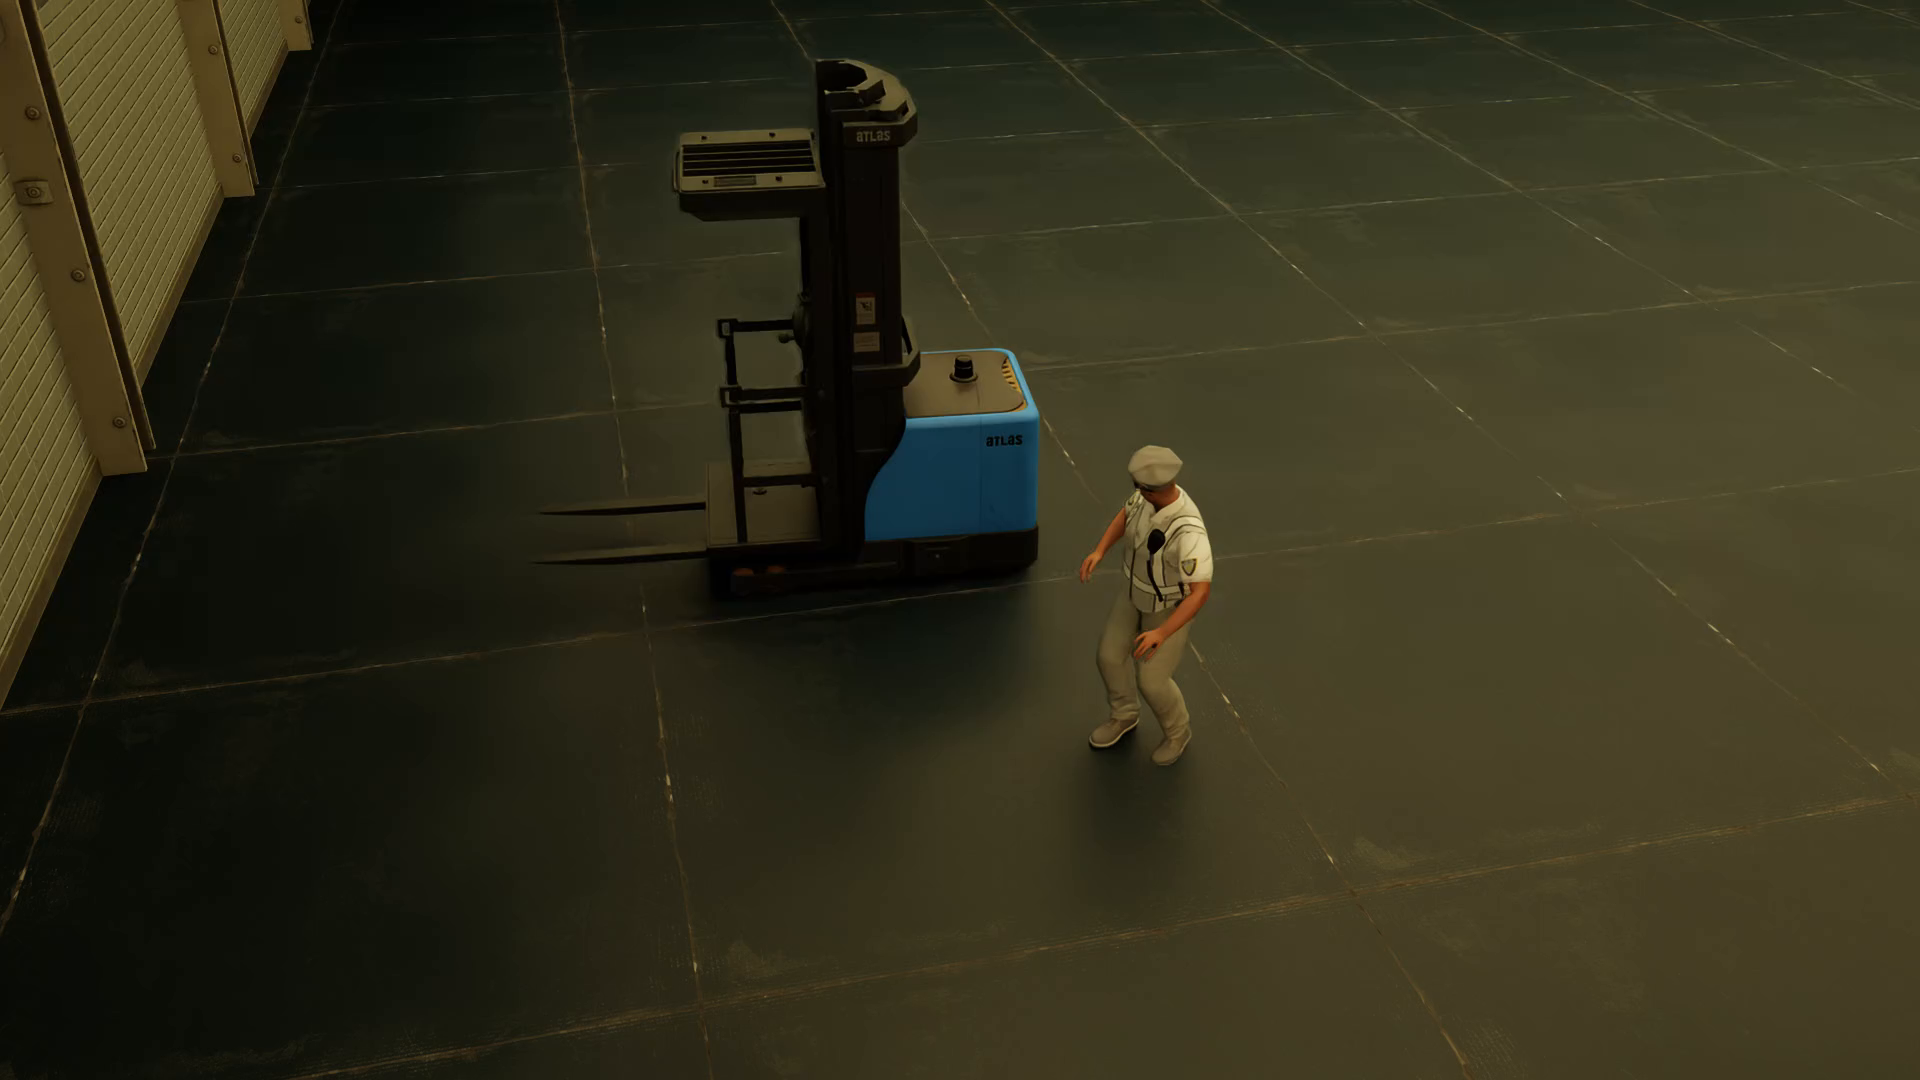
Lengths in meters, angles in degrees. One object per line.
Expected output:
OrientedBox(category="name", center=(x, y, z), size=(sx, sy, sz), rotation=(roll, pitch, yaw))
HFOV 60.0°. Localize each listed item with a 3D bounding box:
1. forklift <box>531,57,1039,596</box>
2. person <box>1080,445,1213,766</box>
OrientedBox(category="forklift", center=(-1.083, -1.215, 9.673), size=(3.031, 2.935, 1.130), rotation=(-4, 30, -7))
OrientedBox(category="person", center=(0.937, 0.334, 8.264), size=(0.633, 1.717, 0.775), rotation=(-18, 35, -28))
